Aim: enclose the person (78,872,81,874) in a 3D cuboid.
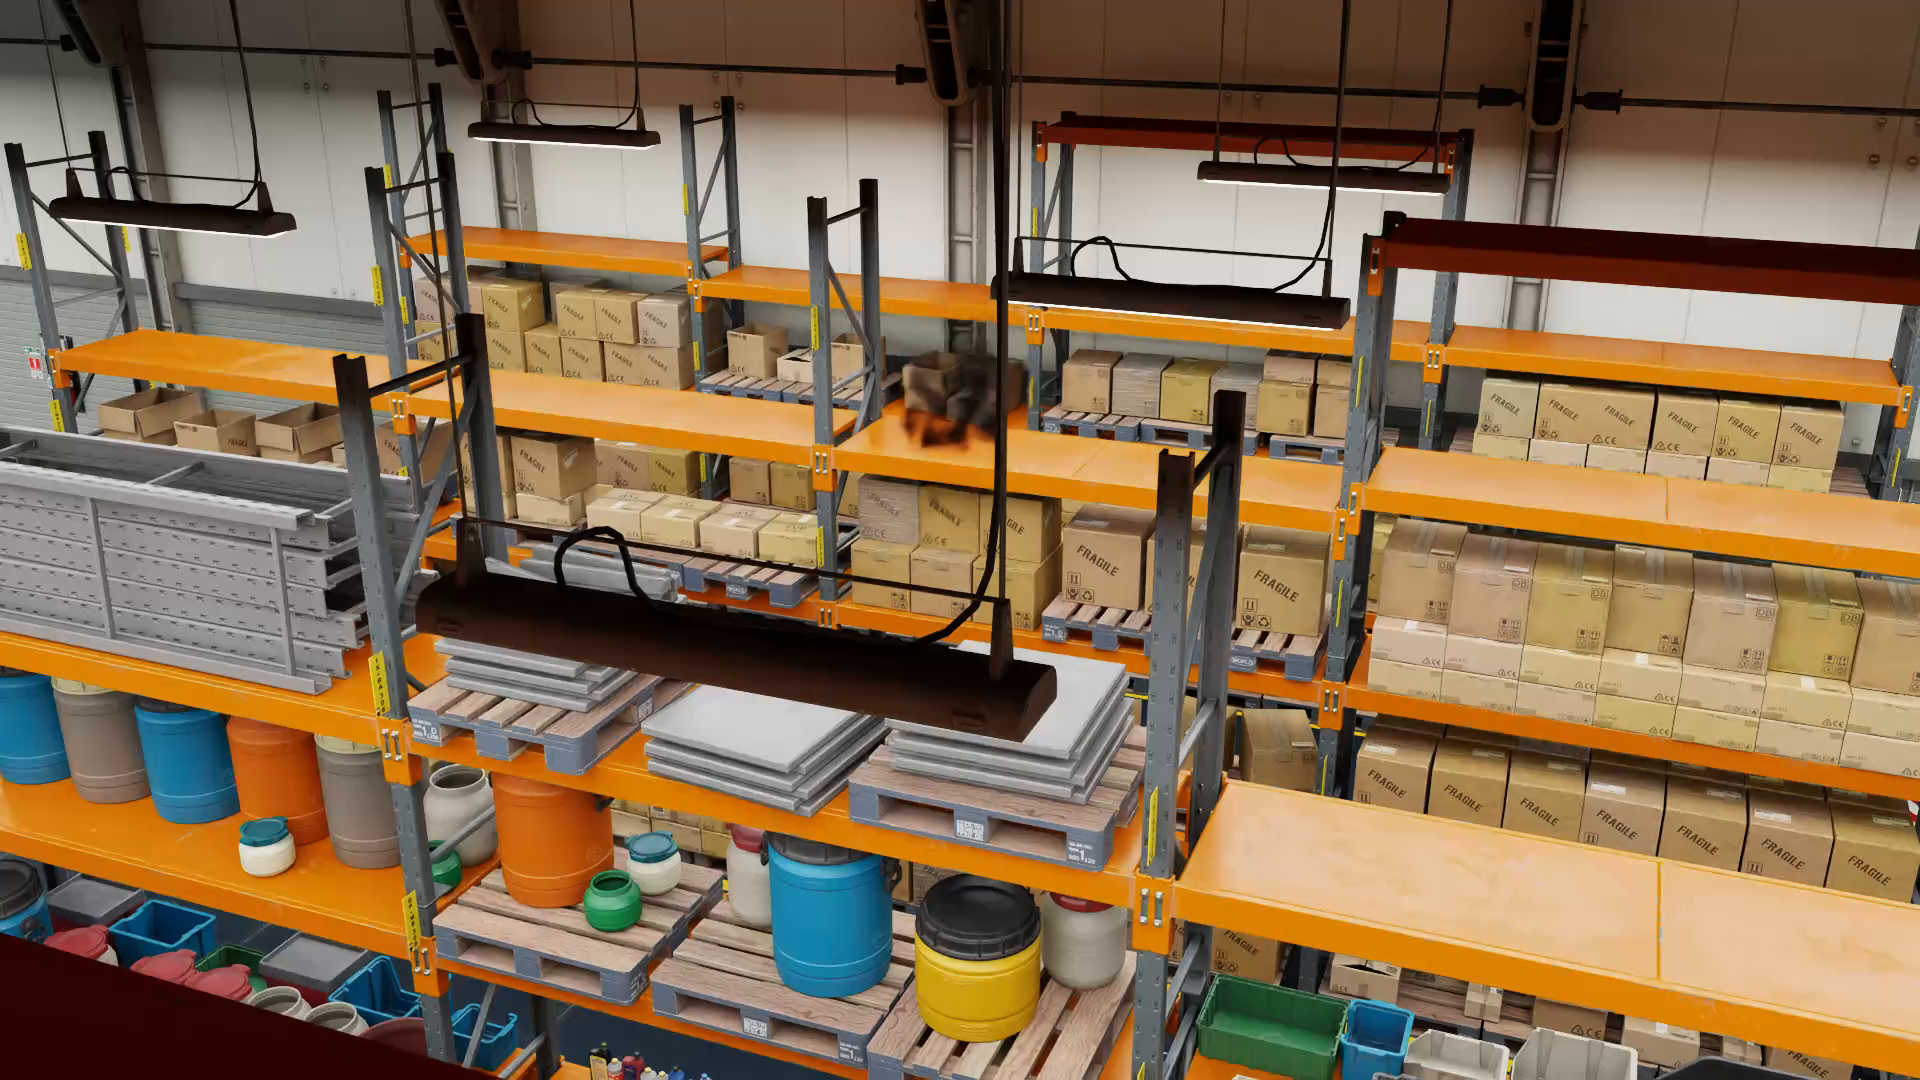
[{"bbox_3d":[-7.011,2.514,13.414,0.813,1.729,0.605,7,22,17],"label":"person"}]
